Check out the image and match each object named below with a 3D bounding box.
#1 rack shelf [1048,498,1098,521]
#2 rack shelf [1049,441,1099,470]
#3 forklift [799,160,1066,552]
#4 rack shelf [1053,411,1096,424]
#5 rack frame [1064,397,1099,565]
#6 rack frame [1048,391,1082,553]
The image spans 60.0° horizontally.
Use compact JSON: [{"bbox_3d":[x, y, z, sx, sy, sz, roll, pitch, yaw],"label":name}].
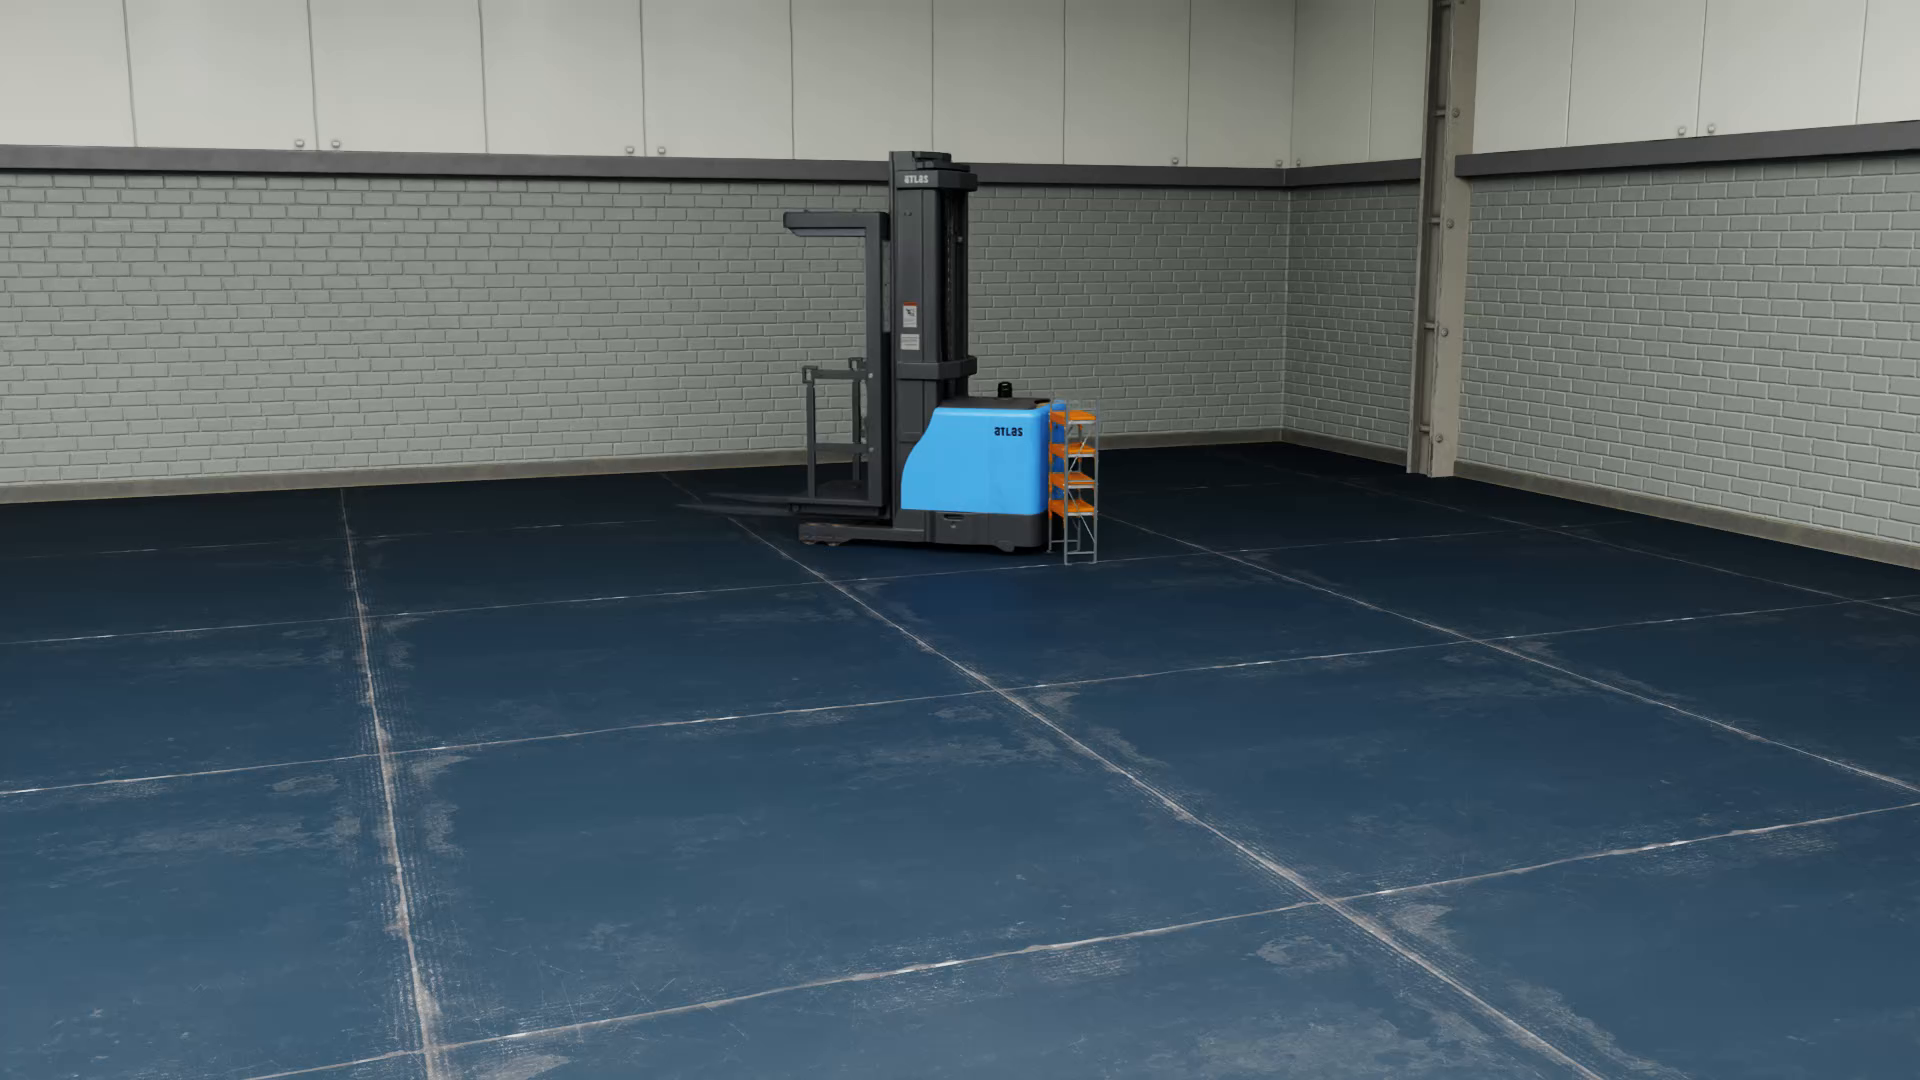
[{"bbox_3d":[0.821,-0.198,12.126,0.258,0.148,0.480,-2,10,-10],"label":"rack shelf"},{"bbox_3d":[0.821,-0.614,12.052,0.258,0.148,0.480,-2,10,-10],"label":"rack shelf"},{"bbox_3d":[-0.206,-1.420,12.716,1.939,2.867,1.129,3,11,16],"label":"forklift"},{"bbox_3d":[0.821,-0.885,12.003,0.221,0.050,0.457,-2,10,-10],"label":"rack shelf"},{"bbox_3d":[0.864,-0.418,11.842,0.240,1.200,0.015,-2,10,-10],"label":"rack frame"},{"bbox_3d":[0.779,-0.502,12.316,0.240,1.200,0.015,-2,10,-10],"label":"rack frame"}]
